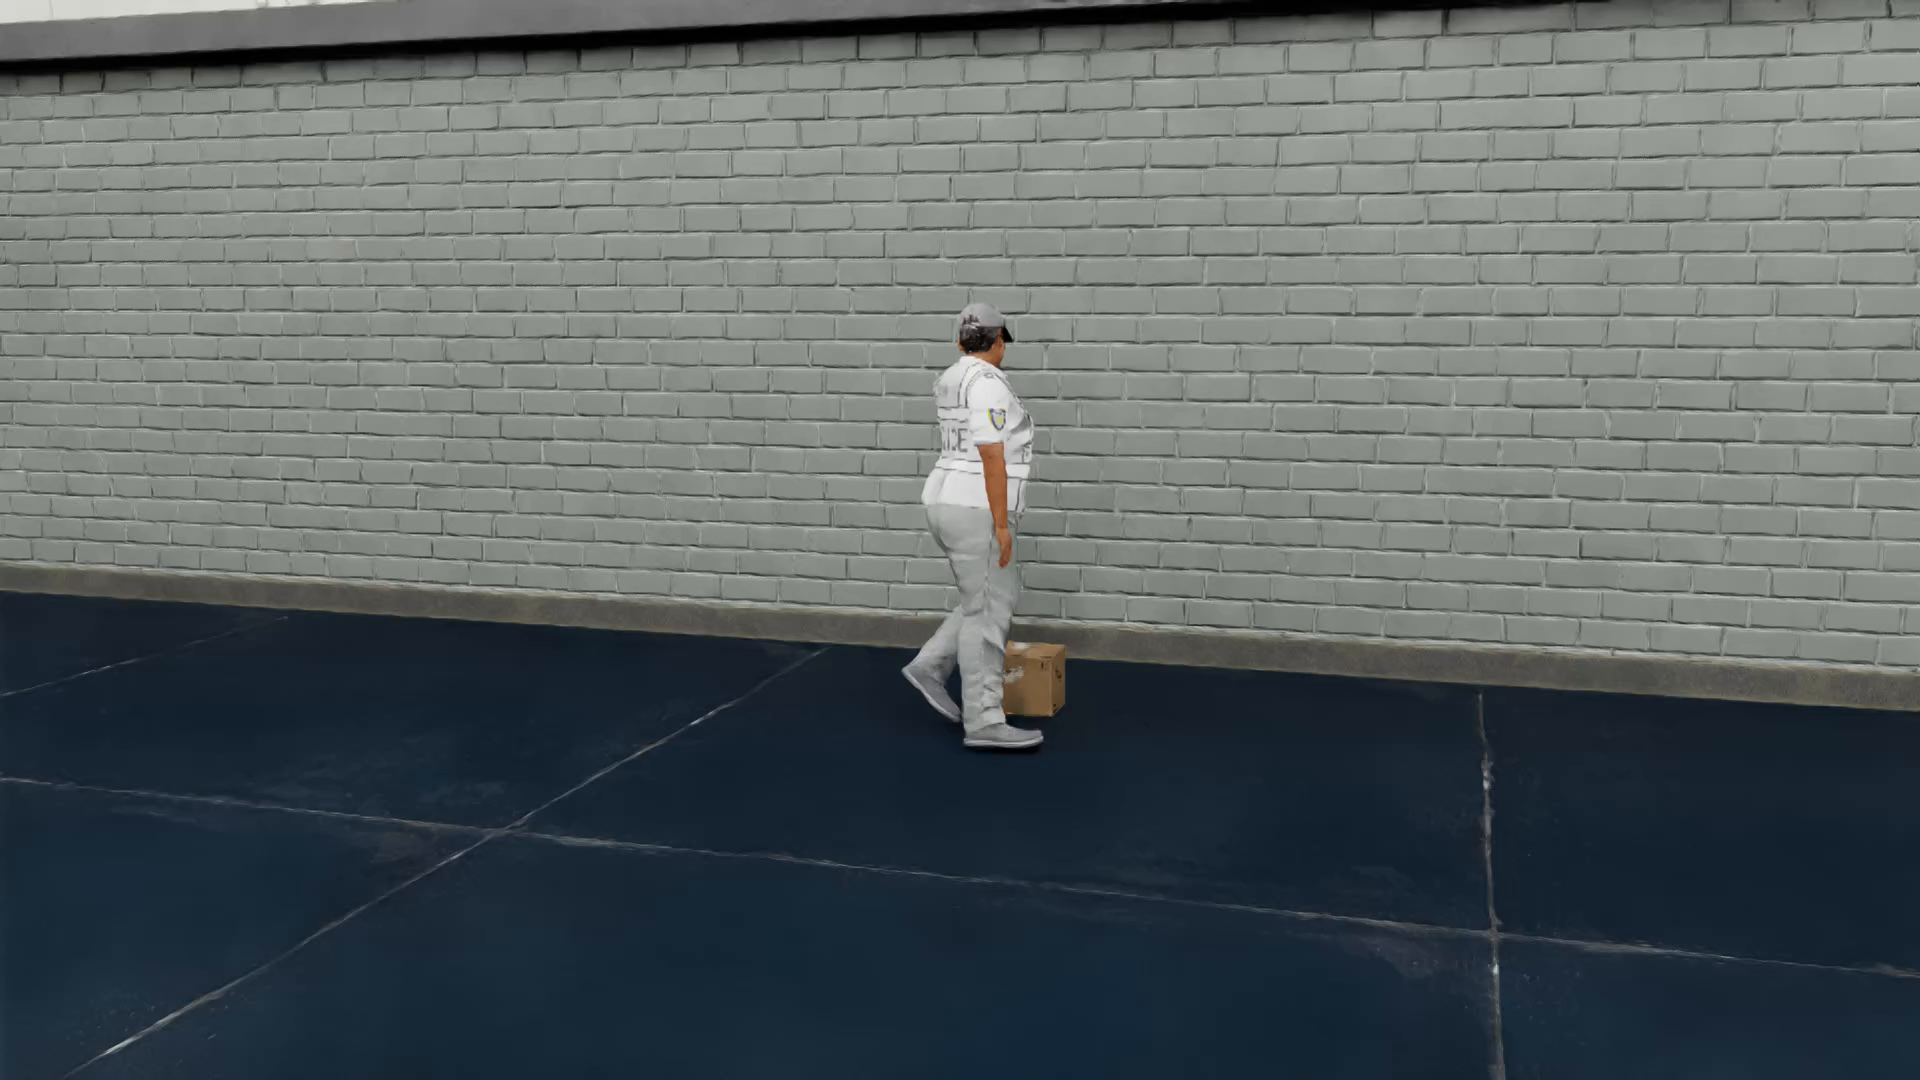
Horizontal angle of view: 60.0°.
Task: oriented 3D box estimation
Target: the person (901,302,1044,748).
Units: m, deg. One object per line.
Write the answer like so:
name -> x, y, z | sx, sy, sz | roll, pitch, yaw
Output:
person -> 0.053, -0.069, 6.261 | 0.460, 1.640, 0.588 | -3, 9, -17
